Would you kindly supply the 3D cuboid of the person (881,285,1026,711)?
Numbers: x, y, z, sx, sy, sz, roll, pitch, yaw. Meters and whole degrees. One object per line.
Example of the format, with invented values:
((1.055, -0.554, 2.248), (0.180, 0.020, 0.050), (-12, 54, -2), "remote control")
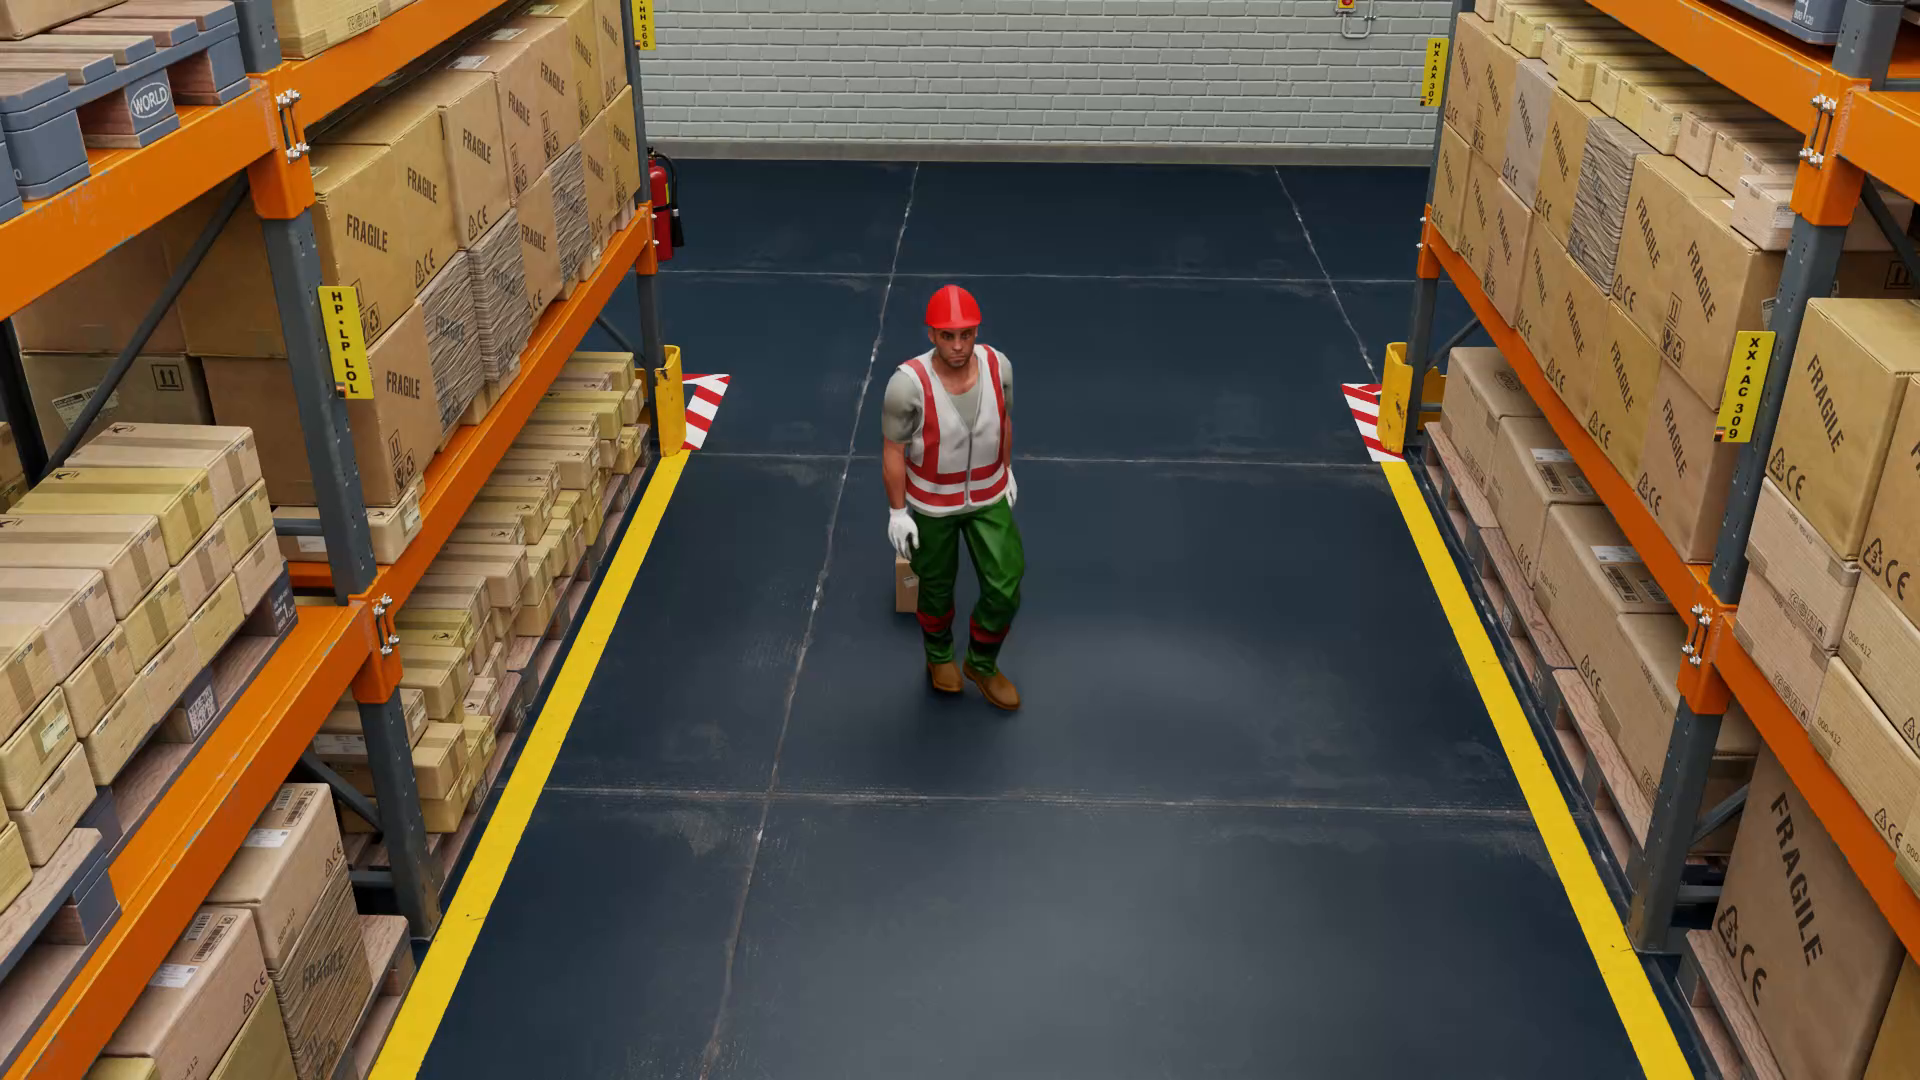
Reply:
((-0.023, -0.152, 6.359), (0.579, 1.780, 0.535), (-8, 29, -15), "person")
